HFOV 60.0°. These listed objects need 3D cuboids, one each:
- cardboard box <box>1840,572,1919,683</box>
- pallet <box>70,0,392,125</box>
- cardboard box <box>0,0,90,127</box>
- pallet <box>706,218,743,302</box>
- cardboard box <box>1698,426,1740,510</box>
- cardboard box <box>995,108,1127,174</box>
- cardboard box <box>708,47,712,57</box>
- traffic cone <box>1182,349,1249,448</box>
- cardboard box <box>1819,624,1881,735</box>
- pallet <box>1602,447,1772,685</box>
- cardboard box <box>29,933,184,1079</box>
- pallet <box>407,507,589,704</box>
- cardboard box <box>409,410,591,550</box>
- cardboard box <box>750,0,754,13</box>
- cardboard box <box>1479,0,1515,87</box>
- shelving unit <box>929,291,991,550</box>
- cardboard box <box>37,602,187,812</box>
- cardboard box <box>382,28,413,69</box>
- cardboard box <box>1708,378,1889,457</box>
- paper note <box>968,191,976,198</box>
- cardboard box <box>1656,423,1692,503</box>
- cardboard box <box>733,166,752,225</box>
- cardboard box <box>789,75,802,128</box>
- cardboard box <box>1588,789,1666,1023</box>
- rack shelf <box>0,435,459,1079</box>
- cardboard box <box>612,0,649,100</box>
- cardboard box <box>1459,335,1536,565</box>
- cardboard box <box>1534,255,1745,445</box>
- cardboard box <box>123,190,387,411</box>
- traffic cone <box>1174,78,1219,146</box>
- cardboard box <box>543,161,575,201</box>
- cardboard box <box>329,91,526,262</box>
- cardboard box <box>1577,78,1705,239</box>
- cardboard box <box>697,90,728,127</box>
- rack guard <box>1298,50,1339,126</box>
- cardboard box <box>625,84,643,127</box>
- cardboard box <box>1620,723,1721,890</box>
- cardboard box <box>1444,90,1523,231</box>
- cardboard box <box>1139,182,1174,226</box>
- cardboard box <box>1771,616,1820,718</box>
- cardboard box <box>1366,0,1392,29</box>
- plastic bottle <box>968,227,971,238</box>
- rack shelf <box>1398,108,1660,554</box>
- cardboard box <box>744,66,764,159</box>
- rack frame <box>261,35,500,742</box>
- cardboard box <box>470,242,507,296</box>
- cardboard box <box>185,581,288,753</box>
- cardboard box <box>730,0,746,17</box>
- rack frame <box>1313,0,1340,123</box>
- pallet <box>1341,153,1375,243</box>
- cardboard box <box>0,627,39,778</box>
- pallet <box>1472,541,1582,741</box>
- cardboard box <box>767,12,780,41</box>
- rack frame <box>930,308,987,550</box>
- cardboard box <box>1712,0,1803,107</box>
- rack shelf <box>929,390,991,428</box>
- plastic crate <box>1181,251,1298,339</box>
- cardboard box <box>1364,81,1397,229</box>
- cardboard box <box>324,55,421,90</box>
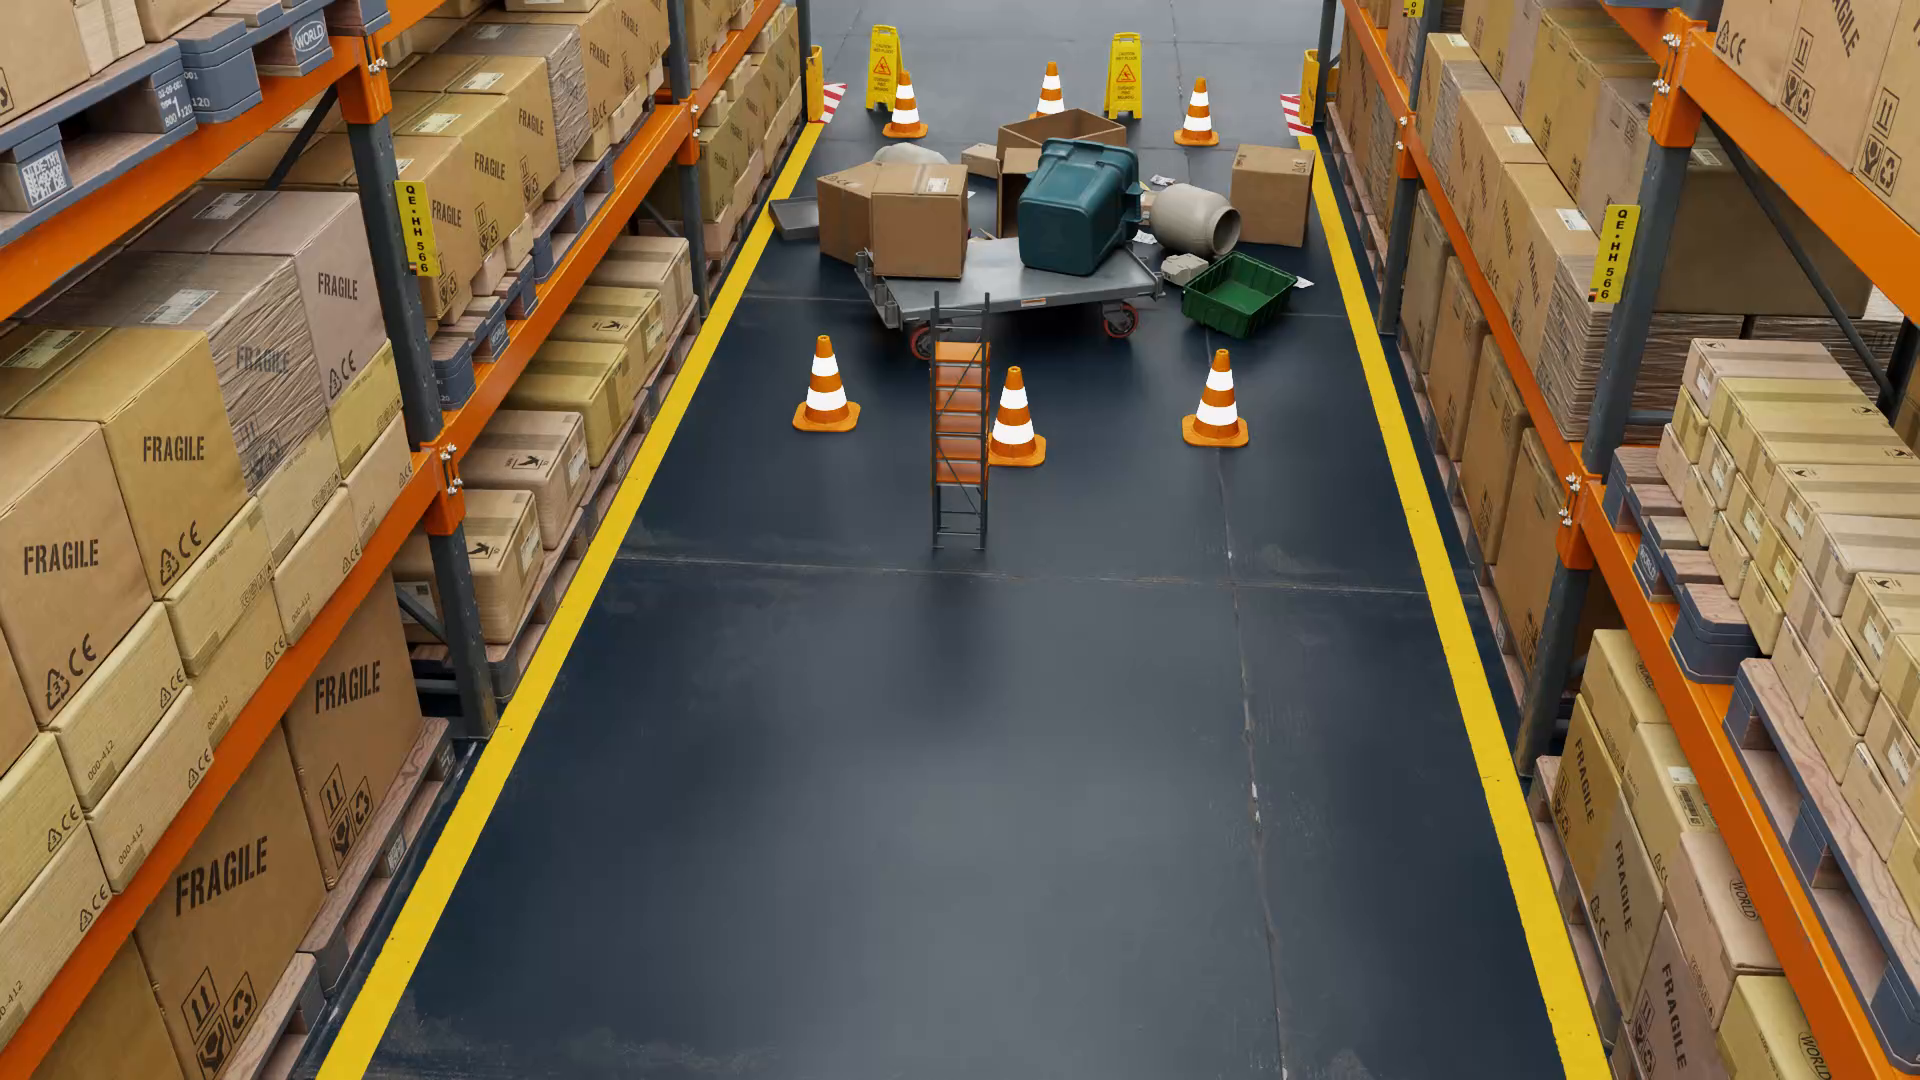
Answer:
[{"bbox_3d":[2.281,0.210,3.822,0.380,0.149,0.250,3,32,5],"label":"cardboard box"},{"bbox_3d":[-2.325,-1.402,4.487,1.213,0.211,1.003,4,32,6],"label":"pallet"},{"bbox_3d":[-2.180,-1.109,3.335,0.500,0.500,0.500,3,32,4],"label":"cardboard box"},{"bbox_3d":[-1.980,-1.801,10.472,1.003,0.211,1.213,2,32,4],"label":"pallet"},{"bbox_3d":[2.357,-0.198,4.768,0.380,0.149,0.250,4,32,6],"label":"cardboard box"},{"bbox_3d":[0.706,-2.638,11.551,0.797,0.503,0.637,-20,37,-29],"label":"cardboard box"},{"bbox_3d":[-1.694,-2.954,9.924,0.380,0.149,0.250,2,32,4],"label":"cardboard box"},{"bbox_3d":[1.328,-0.760,8.543,0.336,0.463,0.334,2,32,4],"label":"traffic cone"},{"bbox_3d":[2.274,0.334,3.905,0.380,0.149,0.250,2,32,4],"label":"cardboard box"},{"bbox_3d":[2.665,0.073,4.955,1.213,0.211,1.003,2,32,4],"label":"pallet"},{"bbox_3d":[-2.614,1.473,4.126,0.875,0.875,0.875,3,32,5],"label":"cardboard box"},{"bbox_3d":[-2.260,0.234,7.169,1.003,0.211,1.213,2,32,4],"label":"pallet"},{"bbox_3d":[-2.217,-0.285,7.459,0.950,0.372,0.625,2,32,3],"label":"cardboard box"},{"bbox_3d":[-1.548,-3.481,10.779,0.380,0.149,0.250,2,32,4],"label":"cardboard box"},{"bbox_3d":[2.868,-2.417,7.764,0.700,0.500,0.500,2,32,3],"label":"cardboard box"},{"bbox_3d":[0.001,-0.518,7.447,0.258,1.200,0.189,2,32,4],"label":"shelving unit"},{"bbox_3d":[-2.213,0.379,3.942,0.500,0.250,0.500,2,32,2],"label":"cardboard box"},{"bbox_3d":[-2.473,-2.036,6.797,0.380,0.149,0.250,1,32,2],"label":"cardboard box"},{"bbox_3d":[2.367,-0.337,4.709,0.380,0.149,0.250,2,32,3],"label":"cardboard box"},{"bbox_3d":[0.014,-2.441,11.694,0.148,0.019,0.142,14,34,21],"label":"paper note"},{"bbox_3d":[2.379,-0.232,5.107,0.380,0.149,0.250,2,32,3],"label":"cardboard box"},{"bbox_3d":[-1.650,-2.221,10.715,0.500,0.250,0.500,4,32,7],"label":"cardboard box"},{"bbox_3d":[-1.473,-3.289,12.448,0.500,0.250,0.500,2,32,4],"label":"cardboard box"},{"bbox_3d":[2.267,1.122,5.053,0.500,0.500,0.500,3,32,5],"label":"cardboard box"},{"bbox_3d":[-2.488,0.808,4.266,1.077,0.370,4.000,2,32,4],"label":"rack shelf"},{"bbox_3d":[-1.847,-2.473,8.125,0.500,0.500,0.500,3,32,4],"label":"cardboard box"},{"bbox_3d":[2.824,-0.379,7.249,1.050,0.750,0.750,3,32,5],"label":"cardboard box"},{"bbox_3d":[2.386,-0.675,5.891,0.500,0.500,0.500,2,32,4],"label":"cardboard box"},{"bbox_3d":[-2.107,-0.731,5.029,0.500,0.500,0.500,2,32,3],"label":"cardboard box"},{"bbox_3d":[1.809,-3.272,12.618,0.336,0.463,0.334,2,32,4],"label":"traffic cone"},{"bbox_3d":[-1.934,-1.621,7.361,0.380,0.149,0.250,3,32,6],"label":"cardboard box"},{"bbox_3d":[-2.022,-1.390,6.368,0.500,0.500,0.500,4,32,7],"label":"cardboard box"},{"bbox_3d":[2.703,-1.353,6.038,0.700,0.500,0.500,2,32,3],"label":"cardboard box"},{"bbox_3d":[-1.612,-2.599,9.996,0.380,0.149,0.250,3,32,5],"label":"cardboard box"},{"bbox_3d":[3.270,-3.517,12.981,1.175,0.500,0.348,2,32,4],"label":"rack guard"},{"bbox_3d":[-1.791,-2.153,8.224,0.380,0.149,0.250,2,32,3],"label":"cardboard box"},{"bbox_3d":[2.278,0.796,4.867,0.500,0.250,0.500,2,32,3],"label":"cardboard box"},{"bbox_3d":[2.548,-1.731,7.604,0.500,0.500,0.500,2,32,4],"label":"cardboard box"},{"bbox_3d":[1.247,-2.291,11.214,0.396,0.266,0.258,8,32,12],"label":"cardboard box"},{"bbox_3d":[2.296,0.330,4.195,0.380,0.149,0.250,3,32,6],"label":"cardboard box"},{"bbox_3d":[3.087,-3.582,10.560,0.875,0.550,0.500,2,32,4],"label":"cardboard box"},{"bbox_3d":[-0.025,-1.980,10.904,0.133,0.061,0.283,8,32,12],"label":"plastic bottle"},{"bbox_3d":[2.779,-1.125,7.402,1.077,0.370,4.000,2,32,4],"label":"rack shelf"},{"bbox_3d":[-1.607,-2.812,10.959,0.500,0.500,0.500,4,32,7],"label":"cardboard box"},{"bbox_3d":[-2.325,-0.544,5.774,1.000,3.000,0.127,2,32,4],"label":"rack frame"},{"bbox_3d":[-1.989,-1.066,6.459,0.380,0.149,0.250,0,32,1],"label":"cardboard box"},{"bbox_3d":[-2.191,0.326,4.506,0.500,0.250,0.500,2,32,3],"label":"cardboard box"},{"bbox_3d":[-1.614,-3.549,10.270,0.500,0.500,0.500,2,32,4],"label":"cardboard box"},{"bbox_3d":[3.268,-4.569,12.305,1.000,3.000,0.127,2,32,4],"label":"rack frame"},{"bbox_3d":[3.179,-2.324,11.320,1.003,0.211,1.213,2,32,4],"label":"pallet"},{"bbox_3d":[-2.271,0.332,3.304,0.500,0.500,0.500,2,32,3],"label":"cardboard box"},{"bbox_3d":[2.756,0.392,6.912,1.003,0.211,1.213,2,32,4],"label":"pallet"},{"bbox_3d":[-1.466,-3.575,11.579,0.380,0.149,0.250,3,32,5],"label":"cardboard box"},{"bbox_3d":[-0.006,-0.471,7.370,0.240,1.200,0.006,2,32,4],"label":"rack frame"},{"bbox_3d":[2.305,-1.418,4.237,0.500,0.500,0.500,2,32,4],"label":"cardboard box"},{"bbox_3d":[0.001,-0.583,7.408,0.258,0.103,0.180,2,32,4],"label":"rack shelf"},{"bbox_3d":[1.651,-1.451,9.872,0.450,0.188,0.662,29,41,23],"label":"plastic crate"},{"bbox_3d":[3.133,-2.549,10.652,0.875,0.875,0.875,3,32,4],"label":"cardboard box"},{"bbox_3d":[-2.494,-1.677,6.832,0.500,0.500,0.500,0,32,1],"label":"cardboard box"}]
